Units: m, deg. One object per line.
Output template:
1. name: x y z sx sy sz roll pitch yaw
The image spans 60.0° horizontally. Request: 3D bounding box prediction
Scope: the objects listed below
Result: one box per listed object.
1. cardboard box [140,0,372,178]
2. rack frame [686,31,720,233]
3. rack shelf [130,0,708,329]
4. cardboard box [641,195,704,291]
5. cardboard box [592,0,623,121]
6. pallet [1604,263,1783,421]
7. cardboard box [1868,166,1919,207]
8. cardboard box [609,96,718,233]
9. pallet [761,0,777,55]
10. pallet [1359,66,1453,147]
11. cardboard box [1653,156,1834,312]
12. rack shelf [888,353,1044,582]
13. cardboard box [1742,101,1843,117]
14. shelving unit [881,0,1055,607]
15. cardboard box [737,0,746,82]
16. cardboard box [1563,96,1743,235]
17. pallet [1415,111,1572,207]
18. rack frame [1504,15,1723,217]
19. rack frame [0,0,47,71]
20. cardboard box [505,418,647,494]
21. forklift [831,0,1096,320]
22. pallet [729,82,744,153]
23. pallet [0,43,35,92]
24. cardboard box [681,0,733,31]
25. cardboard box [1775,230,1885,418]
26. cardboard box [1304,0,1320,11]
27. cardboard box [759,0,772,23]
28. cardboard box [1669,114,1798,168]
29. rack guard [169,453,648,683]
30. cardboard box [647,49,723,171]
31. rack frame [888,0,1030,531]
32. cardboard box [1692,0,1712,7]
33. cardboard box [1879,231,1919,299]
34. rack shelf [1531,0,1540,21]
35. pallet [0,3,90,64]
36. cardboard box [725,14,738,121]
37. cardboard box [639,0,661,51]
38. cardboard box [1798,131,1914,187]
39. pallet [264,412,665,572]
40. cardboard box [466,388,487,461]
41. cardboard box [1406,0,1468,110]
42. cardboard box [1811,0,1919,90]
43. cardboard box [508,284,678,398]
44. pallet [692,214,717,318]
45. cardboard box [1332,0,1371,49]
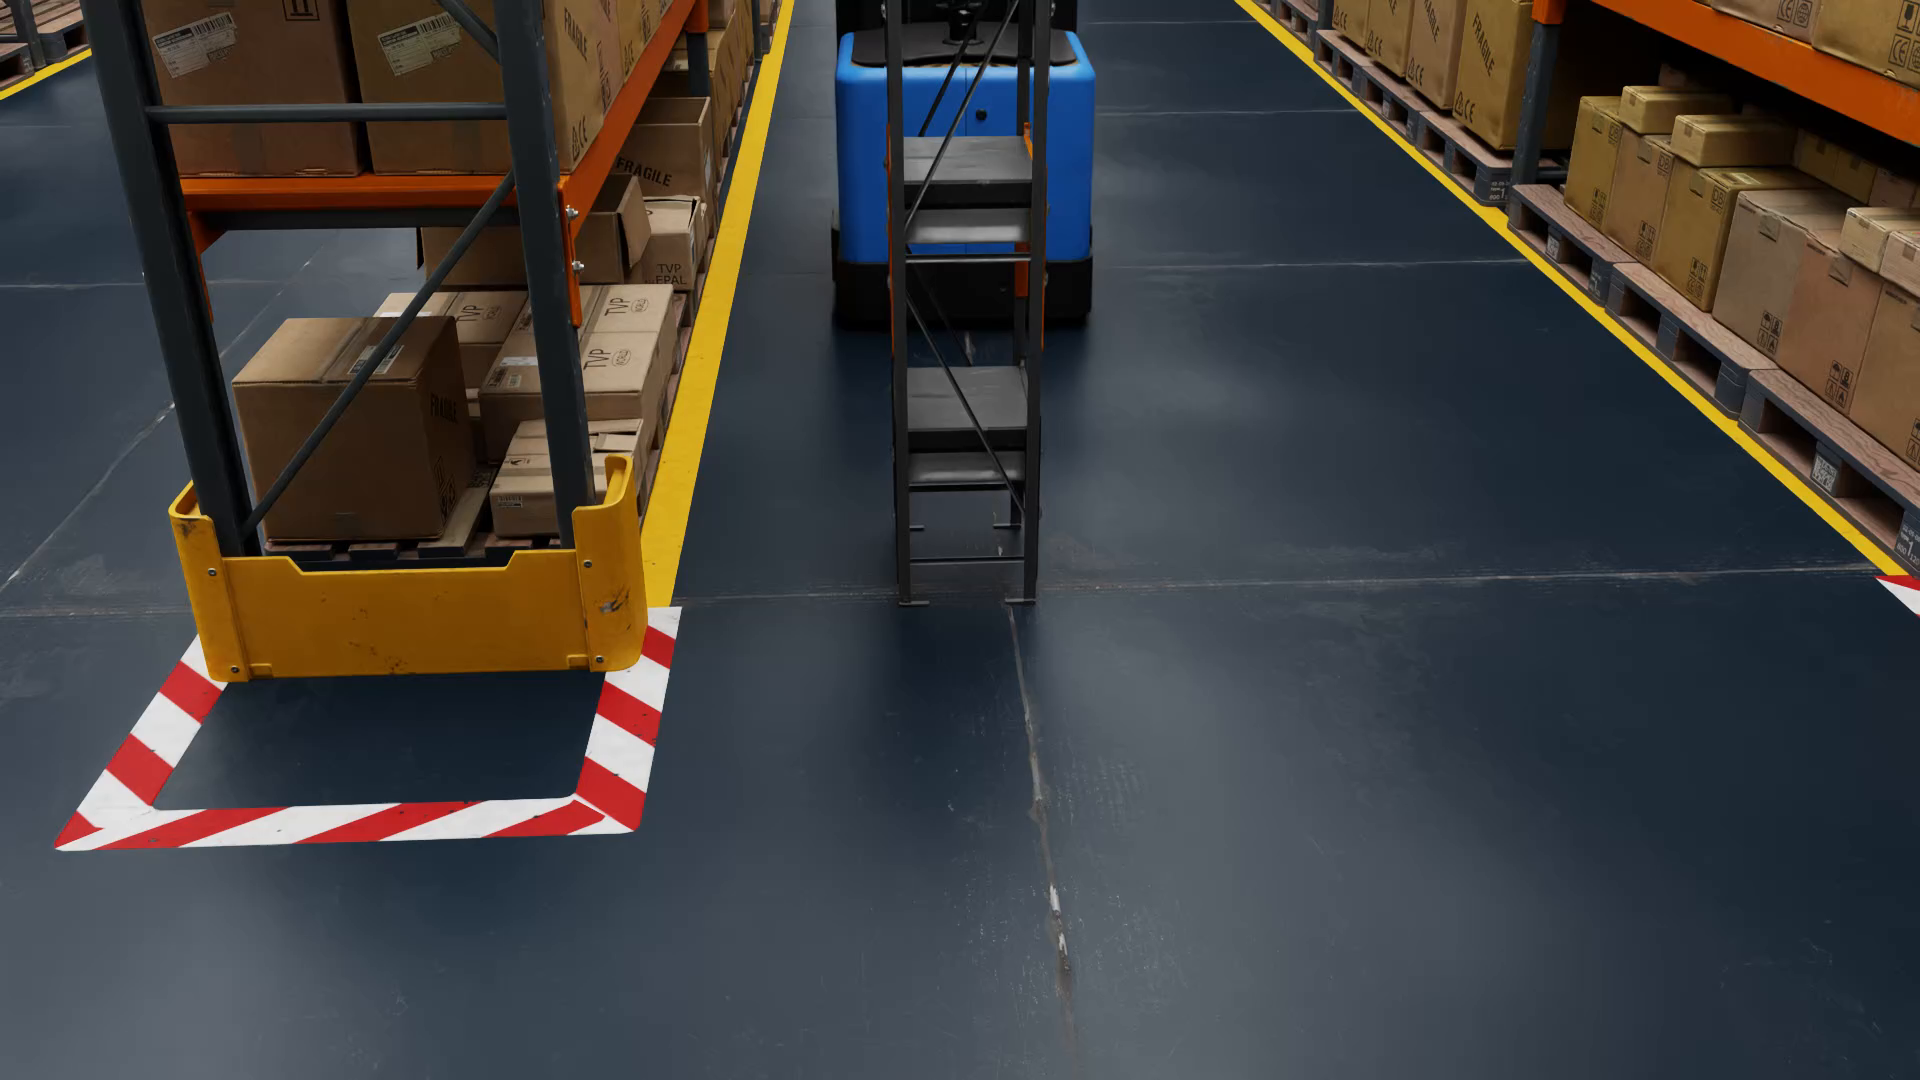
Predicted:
1. cardboard box: -1.772 -1.245 4.286 0.500 0.500 0.500 -1 28 -1
2. rack frame: -1.685 -2.848 7.467 1.000 3.000 0.127 -1 28 -3
3. rack shelf: -1.581 -1.605 5.862 1.077 0.370 4.000 -1 28 -3
4. cardboard box: -1.333 -1.248 6.831 0.500 0.311 0.500 -1 28 -3
5. cardboard box: -1.269 -1.494 4.764 0.500 0.500 0.500 -2 28 -3
6. pallet: 3.290 -0.815 6.585 1.003 0.211 1.213 -1 28 -3
7. cardboard box: 3.486 -1.223 5.898 0.380 0.149 0.250 -1 28 -2
8. cardboard box: -1.372 -1.678 7.452 0.500 0.500 0.500 -1 28 -3
9. pallet: -1.898 -3.840 12.384 1.003 0.211 1.213 -1 28 -3
10. pallet: 3.079 -2.652 10.107 1.003 0.211 1.213 -1 28 -3
11. cardboard box: 3.245 -1.230 6.614 0.700 0.500 0.500 -1 28 -1
12. rack shelf: 0.009 -0.222 4.948 0.431 0.518 0.480 -1 28 -3
13. cardboard box: 3.433 -1.694 6.801 0.380 0.149 0.250 -2 28 -4
14. shelving unit: 0.009 -0.855 4.618 0.431 2.100 0.503 -1 28 -3
15. cardboard box: -1.584 -3.117 10.209 0.500 0.500 0.500 -2 28 -5
16. cardboard box: 3.198 -1.699 7.514 0.700 0.500 0.500 -1 28 -2
17. pallet: 3.146 -2.087 9.024 1.003 0.211 1.213 -1 28 -3
18. rack frame: 3.261 -2.969 7.700 1.000 3.000 0.127 -1 28 -3
19. rack frame: -6.841 -4.577 10.783 1.000 3.000 0.127 -1 28 -3
20. cardboard box: -1.168 -0.257 5.087 0.380 0.166 0.250 -1 28 -3
21. forklift: -0.025 -2.845 7.536 1.130 2.935 3.031 -1 28 -2
22. pallet: -1.832 -2.551 9.913 1.003 0.211 1.213 -1 28 -3
23. pallet: -6.758 -2.978 10.731 1.003 0.211 1.213 -1 28 -3
24. cardboard box: -1.520 -2.958 9.095 0.500 0.250 0.500 -1 28 -3
25. cardboard box: 3.308 -0.752 5.697 0.700 0.500 0.500 -1 28 -3
26. cardboard box: 2.963 -4.235 12.353 0.700 0.500 0.500 -1 28 -2
27. cardboard box: -1.628 -3.911 12.025 0.500 0.250 0.500 -1 28 -3
28. cardboard box: 3.061 -1.583 6.590 0.380 0.149 0.250 -2 28 -4
29. rack guard: -1.480 0.072 4.570 1.175 0.500 0.348 -1 28 -3
30. cardboard box: -1.467 -2.164 8.383 0.500 0.500 0.500 -3 28 -5
31. rack frame: -0.004 -0.967 4.834 0.400 2.100 0.015 -1 28 -3
32. cardboard box: 3.306 -2.514 6.503 0.980 0.700 0.700 -2 28 -4
33. cardboard box: 3.145 -0.863 5.209 0.380 0.149 0.250 -2 28 -3
34. rack shelf: 3.157 -3.574 9.637 1.077 0.370 4.000 -1 28 -3
35. pallet: -6.843 -3.700 12.115 1.003 0.211 1.213 -1 28 -3
36. cardboard box: -1.525 -2.641 9.297 0.500 0.500 0.500 -1 28 -2
37. cardboard box: -1.316 -1.957 5.651 0.500 0.500 0.500 -1 28 -2
38. cardboard box: 3.459 -1.458 6.349 0.380 0.149 0.250 -2 28 -4
39. pallet: -1.523 -0.167 5.343 1.003 0.211 1.213 -1 28 -3
40. cardboard box: -1.682 -0.374 5.311 0.380 0.166 0.250 -1 28 -3
41. cardboard box: 3.048 -2.910 9.456 0.750 0.750 0.750 -1 28 -1
42. cardboard box: 3.384 -1.826 5.183 0.980 0.700 0.700 -2 28 -3
43. cardboard box: -1.274 -0.696 5.839 0.500 0.250 0.500 -1 28 -3
44. pallet: -1.651 -1.294 7.504 1.003 0.211 1.213 -1 28 -3
45. cardboard box: 2.960 -3.707 10.984 0.750 0.750 0.750 -2 28 -3
